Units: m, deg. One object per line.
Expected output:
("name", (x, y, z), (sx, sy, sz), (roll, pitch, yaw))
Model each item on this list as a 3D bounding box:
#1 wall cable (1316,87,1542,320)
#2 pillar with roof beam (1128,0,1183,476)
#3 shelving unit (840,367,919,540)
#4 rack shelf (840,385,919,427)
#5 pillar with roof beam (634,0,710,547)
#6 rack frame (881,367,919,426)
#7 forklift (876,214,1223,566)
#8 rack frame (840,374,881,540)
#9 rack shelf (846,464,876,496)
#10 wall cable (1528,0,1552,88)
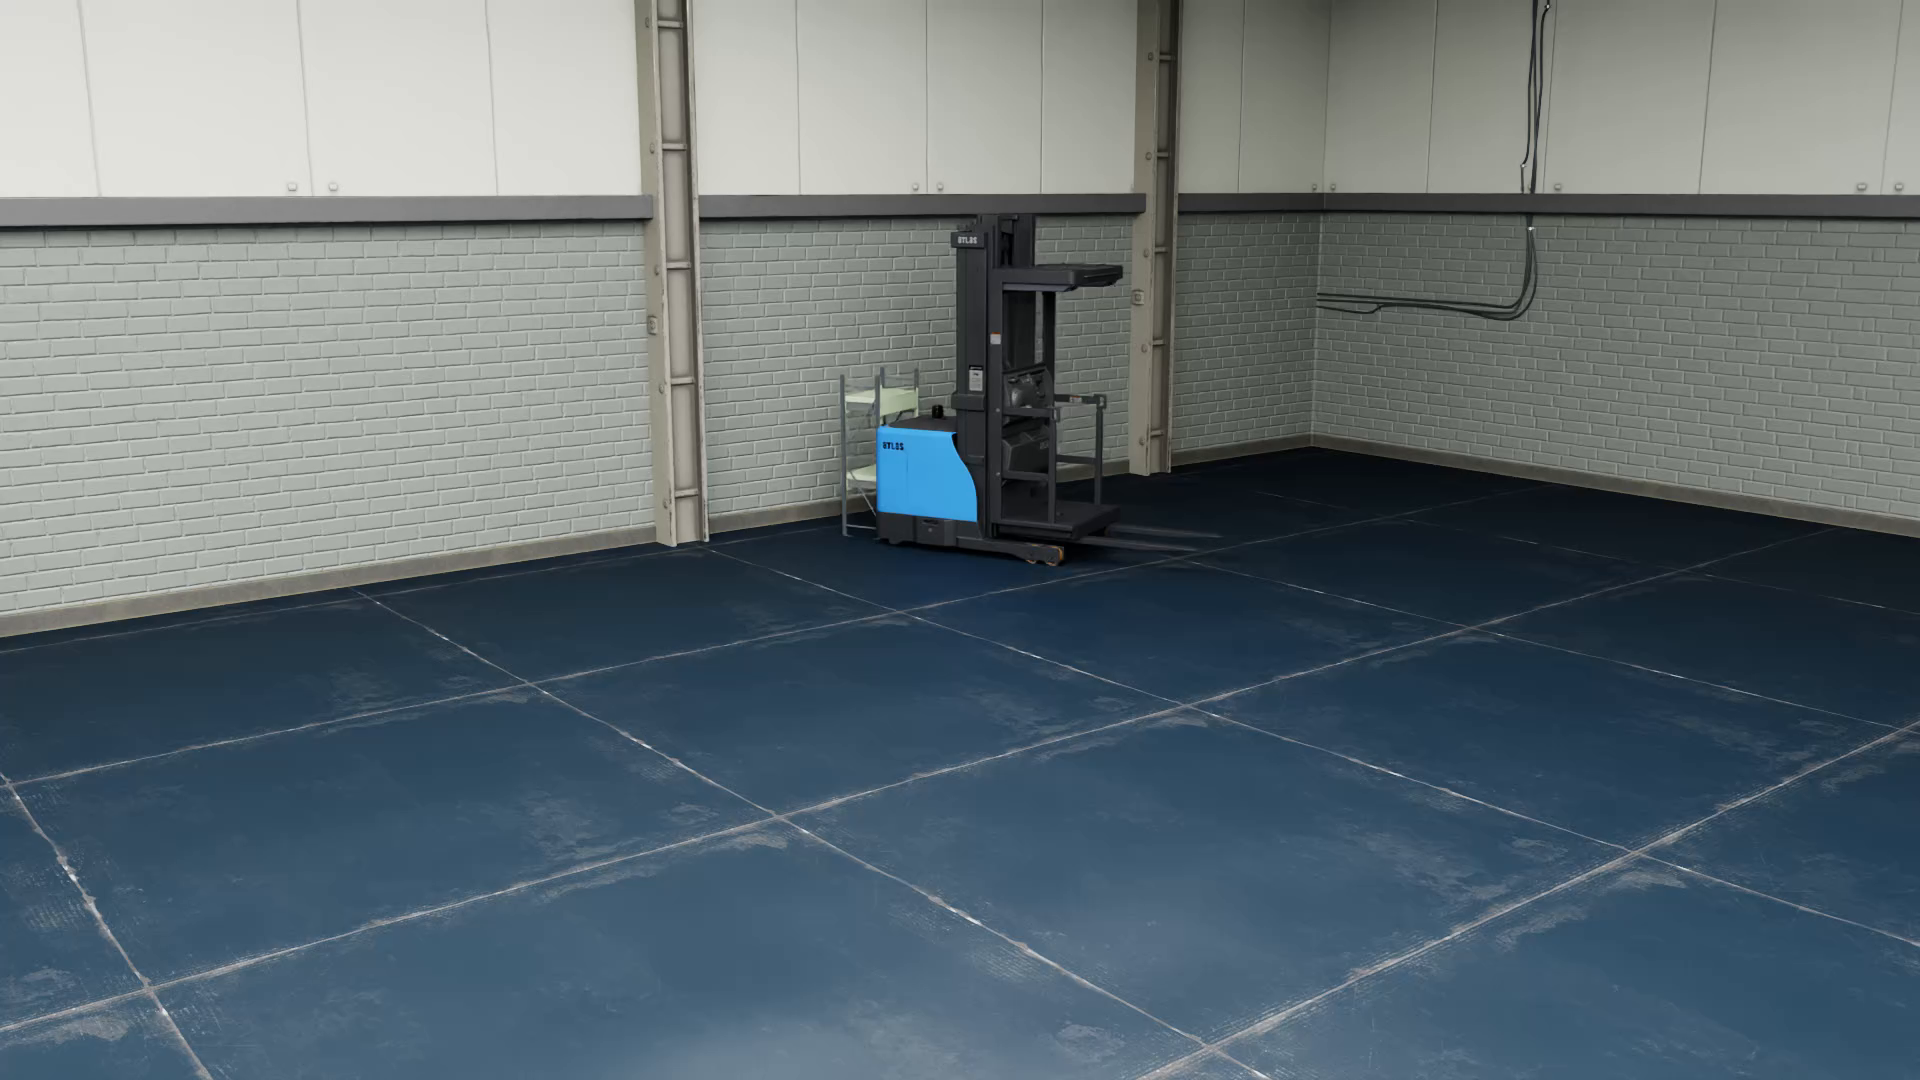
("wall cable", (5.273, -3.820, 19.051), (0.112, 2.526, 3.097), (-9, 15, -38))
("pillar with roof beam", (4.836, -4.473, 14.650), (0.400, 9.000, 9.100), (-9, 15, -38))
("shelving unit", (-0.737, -0.821, 15.507), (0.431, 1.500, 0.755), (6, 13, 27))
("rack shelf", (-0.737, -1.203, 15.426), (0.431, 0.370, 0.720), (6, 13, 27))
("pillar with roof beam", (0.151, -3.694, 10.984), (0.400, 9.000, 9.100), (-9, 15, -38))
("rack frame", (-0.569, -0.889, 15.825), (0.400, 1.500, 0.023), (6, 13, 27))
("forklift", (0.783, -1.339, 14.500), (3.031, 2.935, 1.130), (6, 14, 27))
("rack frame", (-0.906, -0.754, 15.189), (0.400, 1.500, 0.023), (6, 13, 27))
("rack shelf", (-0.737, -0.502, 15.574), (0.431, 0.370, 0.720), (6, 13, 27))
("wall cable", (6.963, -5.852, 16.460), (0.112, 2.526, 3.097), (-9, 15, -38))
